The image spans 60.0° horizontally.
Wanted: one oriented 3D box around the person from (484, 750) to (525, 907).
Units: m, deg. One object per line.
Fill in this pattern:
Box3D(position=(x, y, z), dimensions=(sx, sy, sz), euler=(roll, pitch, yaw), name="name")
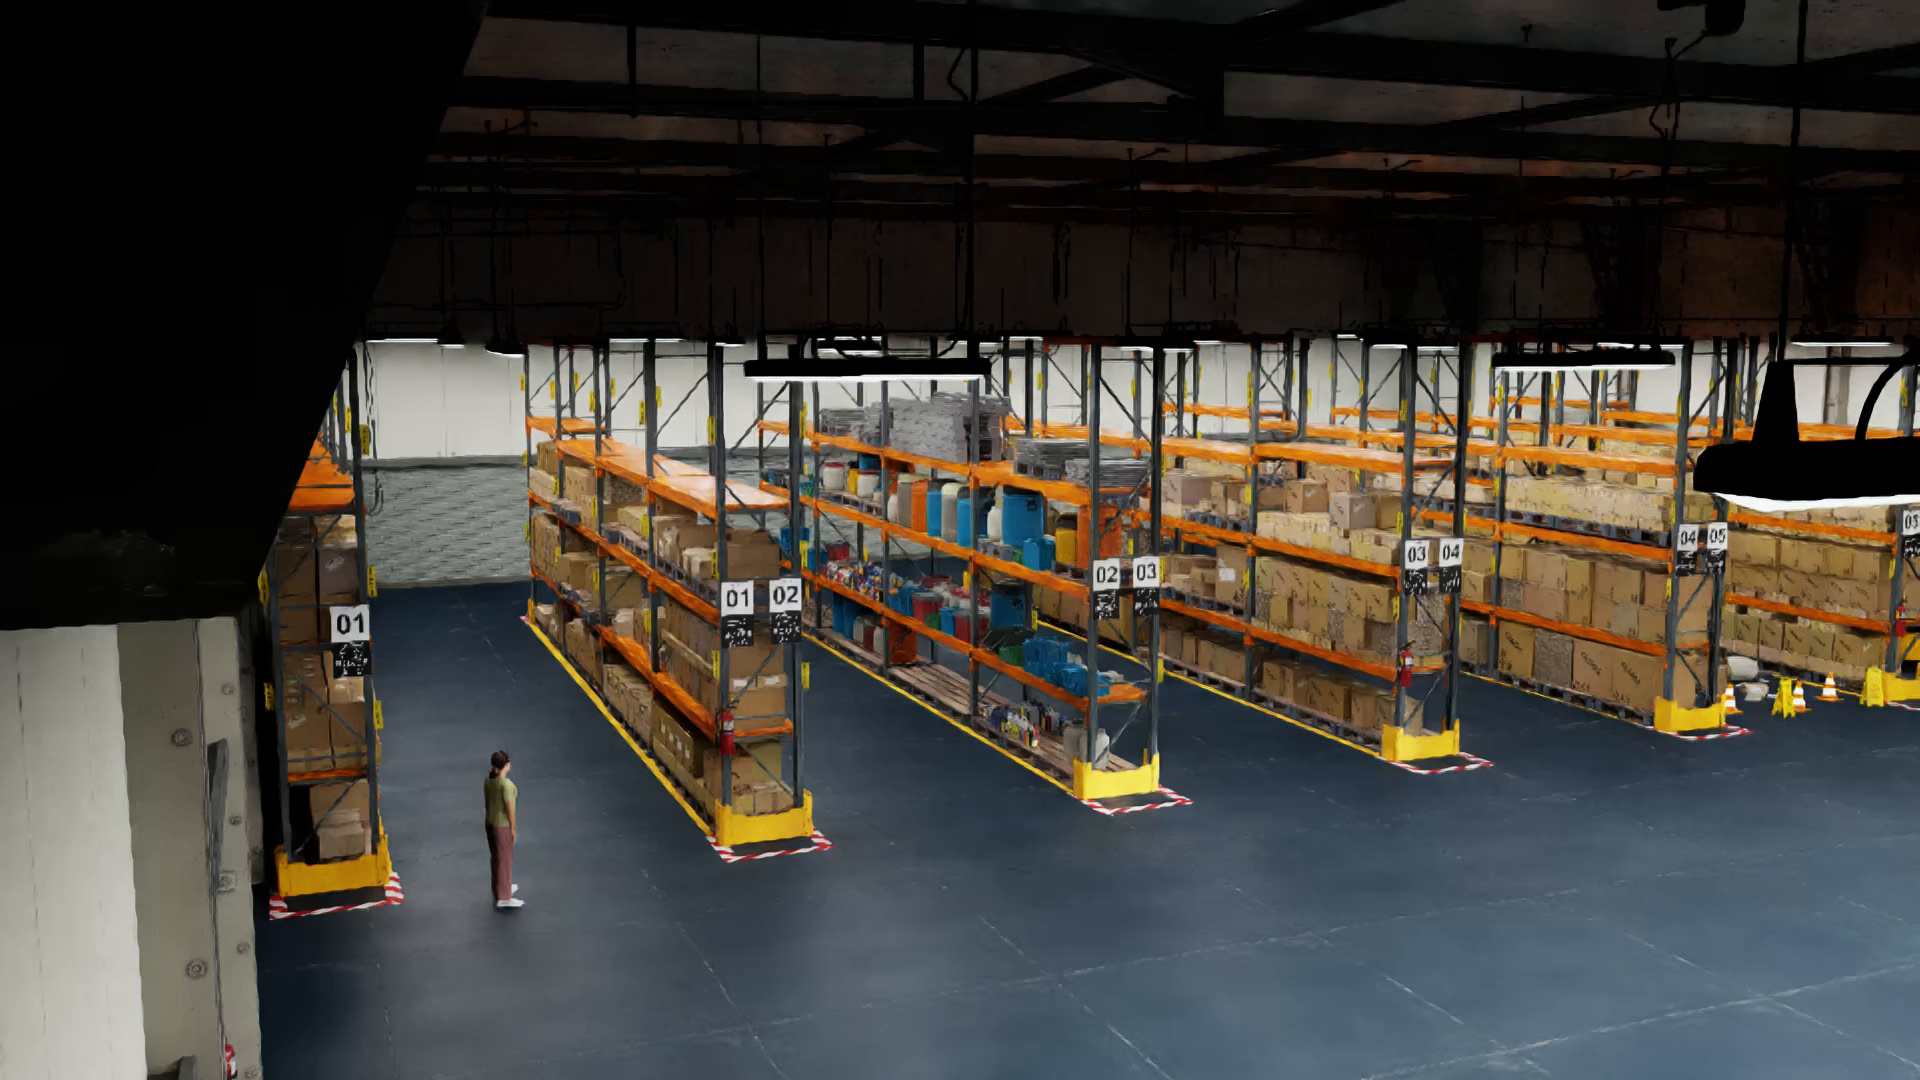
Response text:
Box3D(position=(-4.925, 3.099, 18.029), dimensions=(0.539, 1.679, 0.454), euler=(6, 10, 40), name="person")
